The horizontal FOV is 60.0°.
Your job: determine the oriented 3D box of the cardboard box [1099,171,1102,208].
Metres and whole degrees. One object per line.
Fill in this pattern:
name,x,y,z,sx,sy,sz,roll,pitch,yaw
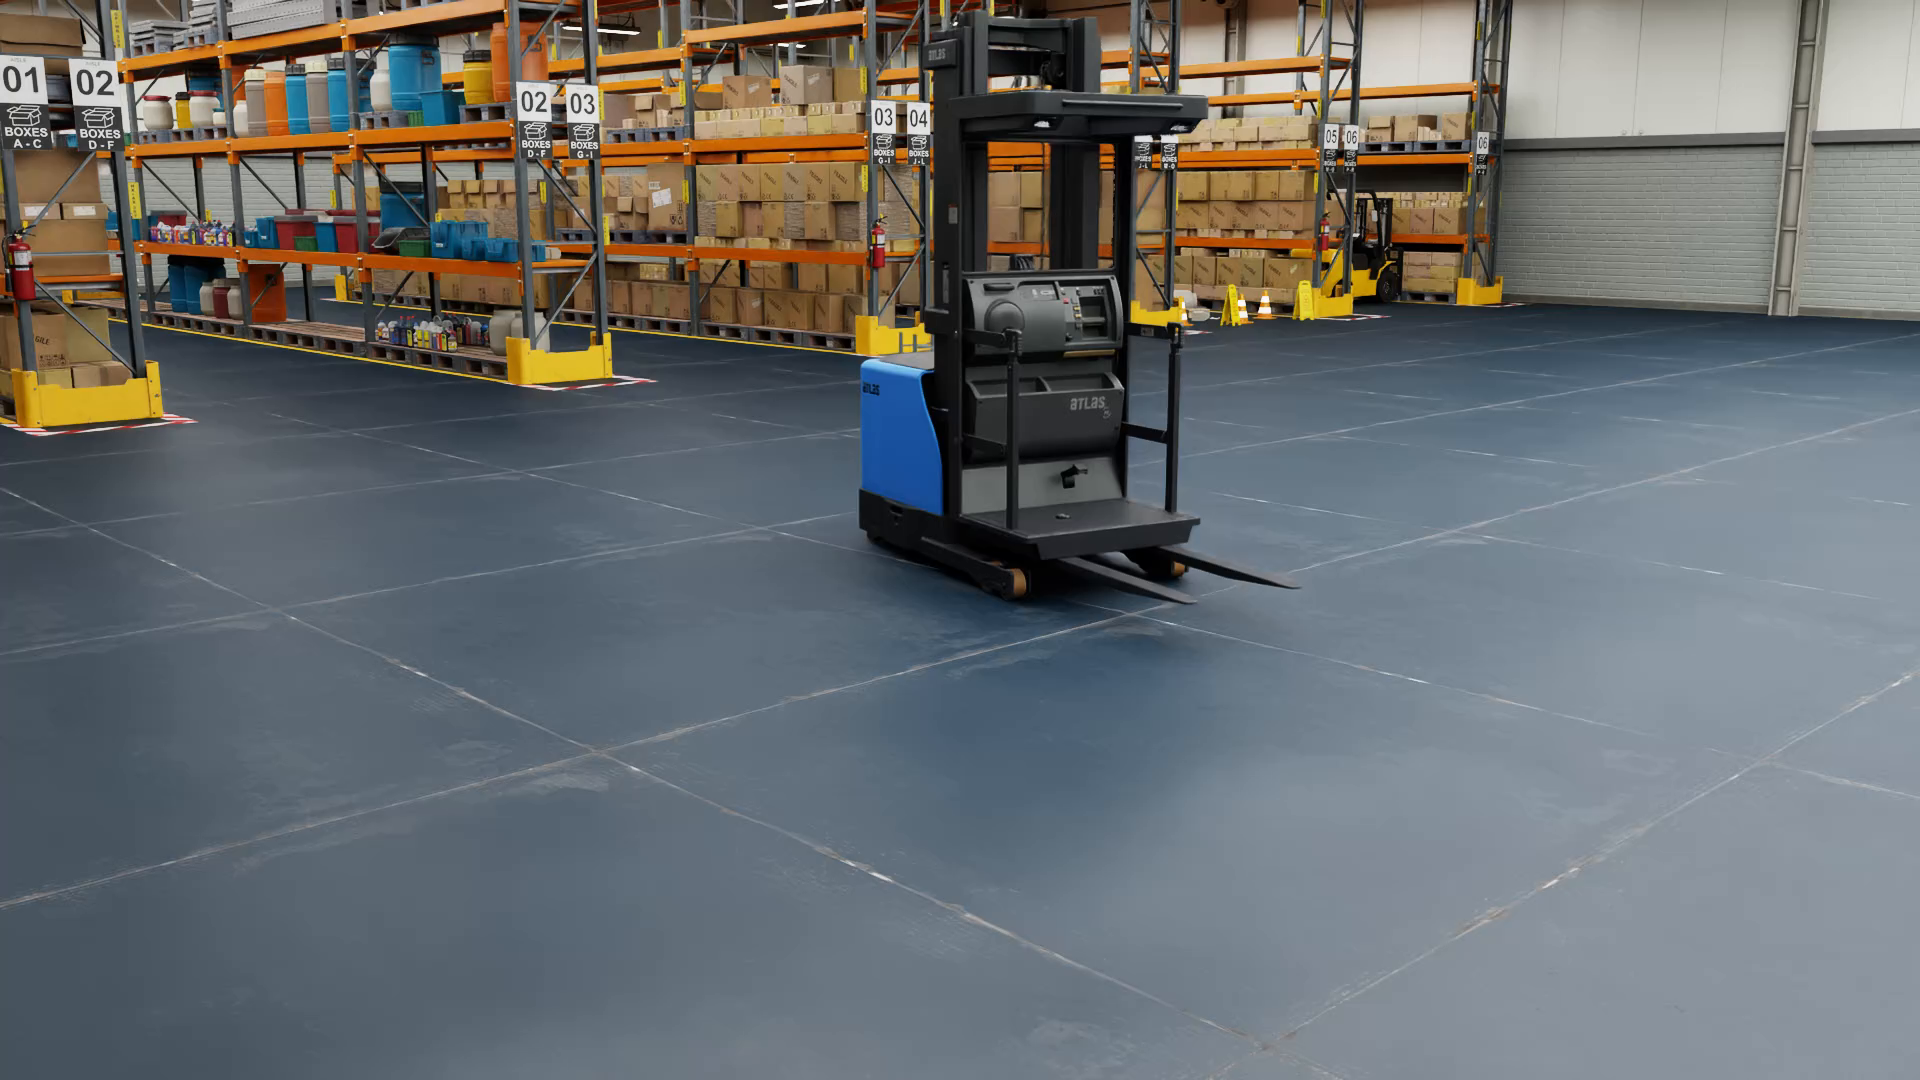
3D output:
cardboard box,2.189,-5.352,25.405,0.875,0.550,0.550,-11,16,-43

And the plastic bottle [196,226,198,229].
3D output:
plastic bottle,-11.453,-4.587,25.033,0.061,0.283,0.133,-11,16,-43

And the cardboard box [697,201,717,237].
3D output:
cardboard box,-3.289,-4.650,24.063,0.875,0.500,0.500,-11,16,-43

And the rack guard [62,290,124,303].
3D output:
rack guard,-15.451,-4.368,29.874,1.175,0.500,0.348,-11,16,-43

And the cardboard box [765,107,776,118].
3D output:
cardboard box,-2.424,-5.812,22.639,0.380,0.149,0.250,-10,16,-41

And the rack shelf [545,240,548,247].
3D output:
rack shelf,-7.699,-5.053,28.786,1.077,0.370,4.000,-11,16,-43

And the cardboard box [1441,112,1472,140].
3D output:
cardboard box,9.480,-7.822,31.476,0.500,0.500,0.500,-10,15,-41

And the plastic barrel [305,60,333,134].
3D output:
plastic barrel,-8.097,-5.693,21.437,0.600,0.901,0.600,0,12,0

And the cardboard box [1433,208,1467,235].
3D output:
cardboard box,9.432,-6.103,31.854,0.500,0.500,0.500,-11,16,-44

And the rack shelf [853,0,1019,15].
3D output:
rack shelf,-0.531,-11.000,34.549,1.077,0.370,4.000,-11,16,-43

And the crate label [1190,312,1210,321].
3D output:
crate label,3.989,-3.710,27.577,0.298,0.136,0.250,3,12,16

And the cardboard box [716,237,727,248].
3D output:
cardboard box,-3.269,-4.262,23.789,0.380,0.149,0.250,-11,16,-43

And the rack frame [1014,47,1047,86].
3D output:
rack frame,1.675,-10.709,39.588,1.000,3.000,0.127,-11,16,-43

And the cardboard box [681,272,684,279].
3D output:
cardboard box,-5.682,-5.451,34.221,0.380,0.149,0.250,-11,16,-42

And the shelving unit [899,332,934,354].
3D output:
shelving unit,-0.219,-0.671,10.193,0.258,1.200,0.189,-6,13,-29

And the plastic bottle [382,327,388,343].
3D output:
plastic bottle,-7.164,-2.562,20.757,0.097,0.201,0.097,0,12,0

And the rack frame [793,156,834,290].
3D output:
rack frame,-2.661,-5.790,30.580,1.000,3.000,0.127,-11,16,-43

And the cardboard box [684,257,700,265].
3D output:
cardboard box,-5.104,-5.578,32.846,0.500,0.250,0.500,11,16,43

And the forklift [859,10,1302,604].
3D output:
forklift,0.564,-1.234,8.637,1.130,2.935,3.031,-6,13,-29

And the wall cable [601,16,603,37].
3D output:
wall cable,-9.925,-14.113,41.246,2.355,3.000,0.029,-11,16,-43

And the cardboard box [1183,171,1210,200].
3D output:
cardboard box,4.423,-6.346,29.816,0.700,0.500,0.500,-11,16,-44

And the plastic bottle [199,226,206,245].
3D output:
plastic bottle,-11.277,-4.532,24.766,0.061,0.283,0.133,-11,16,-43

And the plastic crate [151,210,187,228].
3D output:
plastic crate,-13.098,-5.233,27.570,0.402,0.464,0.583,-11,16,-43

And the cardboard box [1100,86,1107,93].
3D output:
cardboard box,2.215,-6.652,24.690,0.380,0.149,0.250,-11,16,-42

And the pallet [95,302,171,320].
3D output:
pallet,-14.045,-3.921,28.421,1.003,0.211,1.213,-11,16,-43

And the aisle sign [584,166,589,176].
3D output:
aisle sign,-8.019,-8.283,36.240,0.394,0.787,0.004,-11,16,-43

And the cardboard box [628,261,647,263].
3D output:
cardboard box,-6.875,-5.873,35.536,0.380,0.149,0.250,-10,15,-40

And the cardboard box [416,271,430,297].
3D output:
cardboard box,-9.478,-4.970,30.824,0.875,0.875,0.875,-11,16,-43

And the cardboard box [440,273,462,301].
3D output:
cardboard box,-8.624,-4.772,29.863,1.225,0.875,0.875,-11,16,-42

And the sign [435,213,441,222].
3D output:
sign,-6.732,-4.050,21.450,0.100,0.325,0.005,-11,16,-43

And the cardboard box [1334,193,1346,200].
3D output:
cardboard box,7.737,-6.914,33.444,0.380,0.149,0.250,-10,16,-41

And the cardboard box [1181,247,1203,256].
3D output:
cardboard box,4.223,-5.229,30.168,0.380,0.149,0.250,-10,15,-40

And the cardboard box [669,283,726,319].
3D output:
cardboard box,-3.964,-3.613,25.121,0.500,0.500,0.700,10,15,41

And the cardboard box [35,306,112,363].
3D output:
cardboard box,-8.517,-1.974,15.975,0.500,0.500,0.500,-11,16,-43

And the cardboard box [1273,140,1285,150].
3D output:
cardboard box,5.571,-6.761,28.485,0.380,0.149,0.250,-10,15,-41

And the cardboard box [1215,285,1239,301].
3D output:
cardboard box,4.904,-4.419,29.698,0.500,0.250,0.500,11,16,43

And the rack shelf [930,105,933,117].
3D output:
rack shelf,0.294,-10.647,41.078,1.077,0.370,4.000,-11,16,-43

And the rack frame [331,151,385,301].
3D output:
rack frame,-11.842,-6.281,32.964,1.000,3.000,0.127,-11,16,-43

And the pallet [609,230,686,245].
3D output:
pallet,-4.921,-4.736,25.942,1.003,0.211,1.213,-11,16,-43

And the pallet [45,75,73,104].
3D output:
pallet,-8.430,-4.099,15.157,1.003,0.211,1.213,-11,16,-43

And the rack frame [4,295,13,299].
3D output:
rack frame,-10.723,-3.150,17.766,1.000,3.000,0.127,-11,16,-43

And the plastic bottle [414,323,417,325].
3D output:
plastic bottle,-6.693,-2.539,20.471,0.097,0.271,0.097,0,12,0

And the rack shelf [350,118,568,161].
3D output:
rack shelf,-5.756,-4.664,19.467,1.077,0.370,4.000,-11,16,-43

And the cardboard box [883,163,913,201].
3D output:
cardboard box,-0.976,-4.748,22.063,0.500,0.500,0.500,-11,16,-43

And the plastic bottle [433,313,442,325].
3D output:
plastic bottle,-6.589,-2.684,20.978,0.144,0.351,0.185,-11,16,-43

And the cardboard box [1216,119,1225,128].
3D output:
cardboard box,4.727,-7.340,29.319,0.380,0.149,0.250,-10,16,-41

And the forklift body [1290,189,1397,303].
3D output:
forklift body,7.333,-5.626,31.888,2.313,2.155,1.214,-11,16,-43

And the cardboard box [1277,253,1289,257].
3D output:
cardboard box,6.831,-5.720,35.086,0.875,0.625,0.625,-10,15,-40

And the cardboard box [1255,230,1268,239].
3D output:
cardboard box,5.345,-5.324,28.941,0.380,0.149,0.250,-11,16,-42

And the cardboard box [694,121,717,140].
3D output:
cardboard box,-3.430,-5.824,23.684,0.500,0.250,0.500,11,16,43

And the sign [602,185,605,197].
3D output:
sign,-5.932,-5.719,27.562,0.100,0.325,0.005,-11,16,-43

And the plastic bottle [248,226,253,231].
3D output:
plastic bottle,-10.823,-4.658,25.404,0.097,0.271,0.097,0,12,0

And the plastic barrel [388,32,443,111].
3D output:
plastic barrel,-6.528,-5.600,19.940,0.600,0.901,0.708,-11,16,-43

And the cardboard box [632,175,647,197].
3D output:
cardboard box,-6.304,-7.164,33.785,0.500,0.500,0.500,11,16,43

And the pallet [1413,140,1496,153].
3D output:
pallet,9.492,-7.552,31.918,1.003,0.211,1.213,-11,16,-43

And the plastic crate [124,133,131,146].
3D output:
plastic crate,-13.173,-6.392,26.595,0.450,0.188,0.662,-11,16,-43

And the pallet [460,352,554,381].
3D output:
pallet,-5.019,-2.014,19.162,1.003,0.211,1.213,-11,16,-43
